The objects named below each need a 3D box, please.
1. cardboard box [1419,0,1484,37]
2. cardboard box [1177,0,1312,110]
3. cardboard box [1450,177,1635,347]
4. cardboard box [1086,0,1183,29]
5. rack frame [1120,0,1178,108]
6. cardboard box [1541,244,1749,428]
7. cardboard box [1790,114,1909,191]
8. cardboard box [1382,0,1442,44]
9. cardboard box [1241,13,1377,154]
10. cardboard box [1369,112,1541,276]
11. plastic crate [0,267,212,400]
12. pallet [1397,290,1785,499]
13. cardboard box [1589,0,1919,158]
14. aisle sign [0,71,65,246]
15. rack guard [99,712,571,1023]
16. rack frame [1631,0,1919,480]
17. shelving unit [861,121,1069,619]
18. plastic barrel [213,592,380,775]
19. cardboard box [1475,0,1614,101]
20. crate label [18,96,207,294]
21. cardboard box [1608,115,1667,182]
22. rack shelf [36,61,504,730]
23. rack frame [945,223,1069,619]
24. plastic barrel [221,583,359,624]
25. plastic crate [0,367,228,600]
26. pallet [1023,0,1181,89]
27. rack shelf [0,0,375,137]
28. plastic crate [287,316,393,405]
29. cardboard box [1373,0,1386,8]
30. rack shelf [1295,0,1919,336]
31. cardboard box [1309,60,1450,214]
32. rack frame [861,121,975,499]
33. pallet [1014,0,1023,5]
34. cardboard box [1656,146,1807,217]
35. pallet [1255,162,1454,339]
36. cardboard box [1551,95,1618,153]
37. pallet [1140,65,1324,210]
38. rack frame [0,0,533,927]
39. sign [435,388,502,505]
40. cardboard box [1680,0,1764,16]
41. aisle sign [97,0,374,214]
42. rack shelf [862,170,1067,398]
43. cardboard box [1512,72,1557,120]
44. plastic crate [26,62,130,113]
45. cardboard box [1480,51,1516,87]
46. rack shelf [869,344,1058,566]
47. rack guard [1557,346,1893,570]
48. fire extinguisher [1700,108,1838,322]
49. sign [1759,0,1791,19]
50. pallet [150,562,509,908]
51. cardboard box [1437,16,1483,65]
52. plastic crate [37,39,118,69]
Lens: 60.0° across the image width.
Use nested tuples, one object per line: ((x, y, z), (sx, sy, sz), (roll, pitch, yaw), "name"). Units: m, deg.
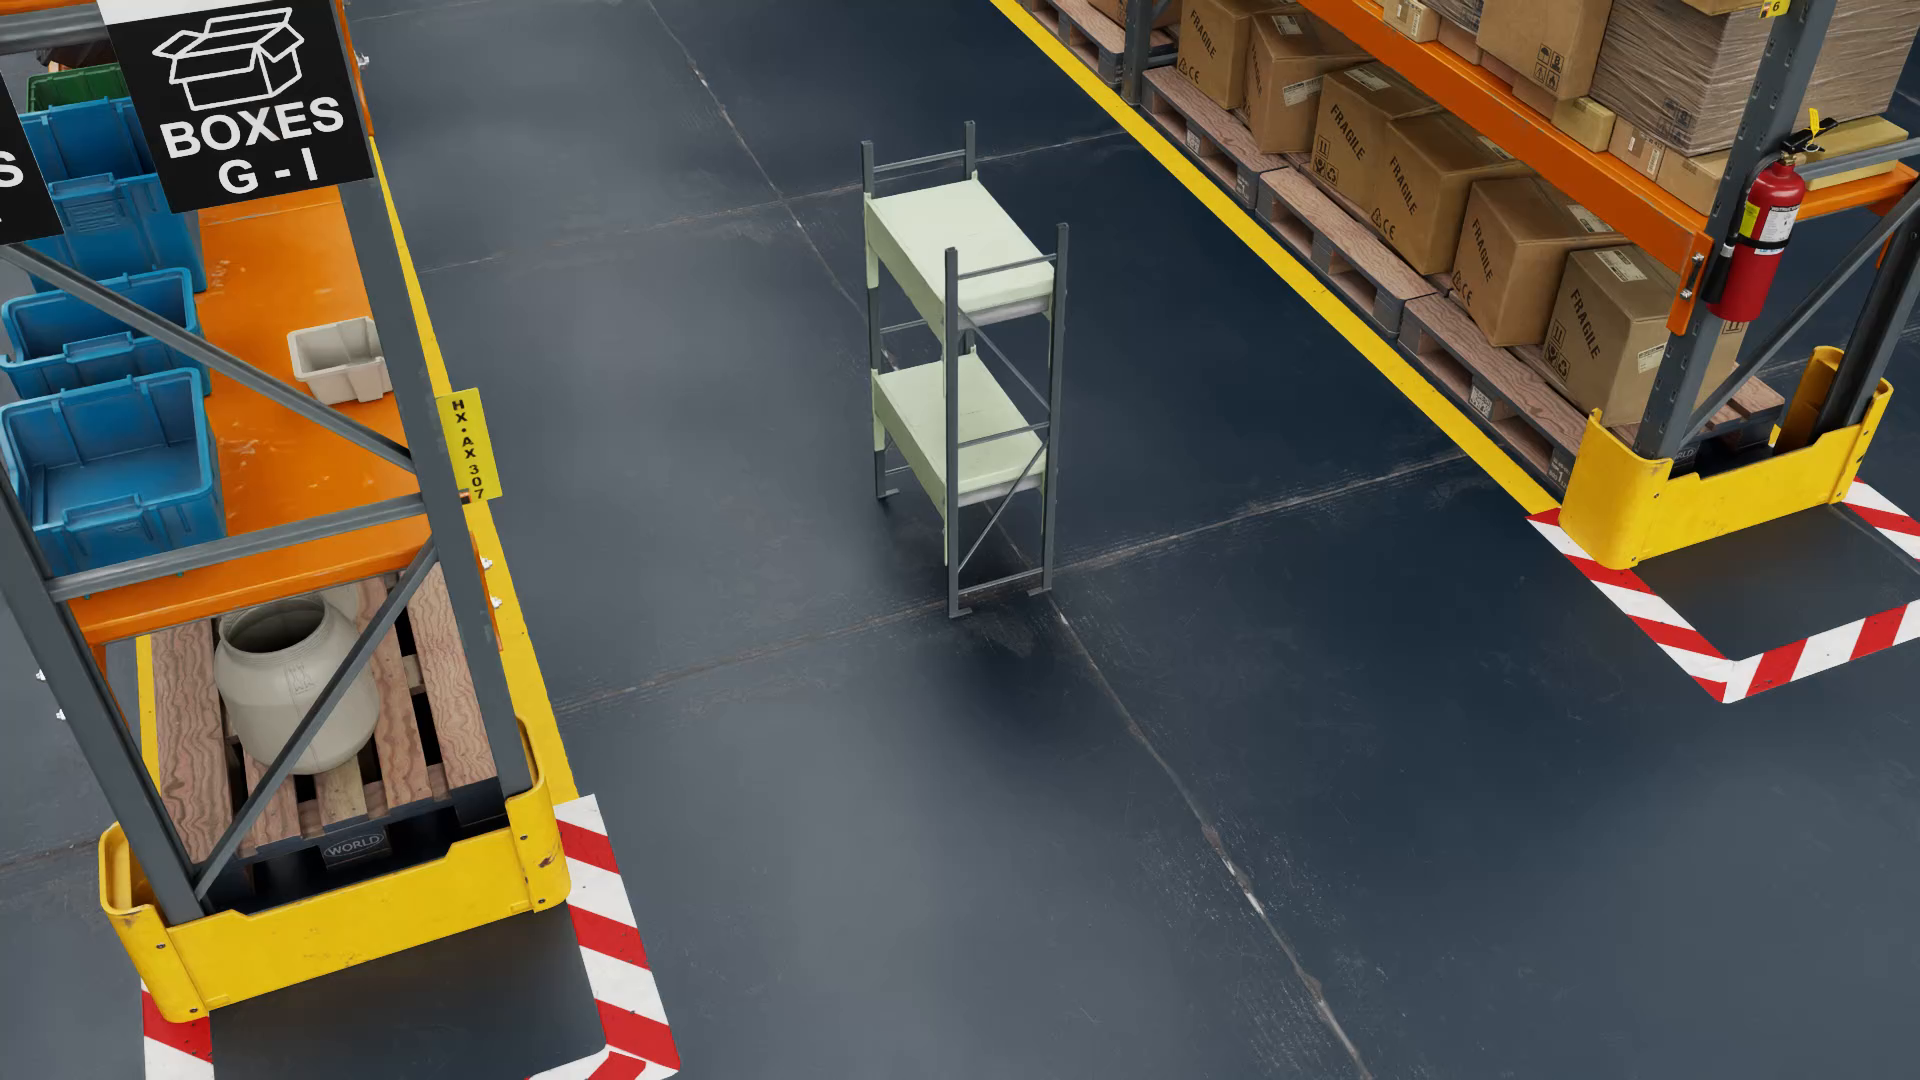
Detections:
((2.249, -2.290, 6.307), (0.875, 0.500, 0.500), (-15, 43, -17), "cardboard box")
((1.473, -2.588, 8.554), (0.500, 0.500, 0.500), (-16, 43, -18), "cardboard box")
((2.404, -1.161, 6.894), (0.500, 0.500, 0.500), (-5, 41, -6), "cardboard box")
((1.142, -3.221, 9.275), (0.700, 0.500, 0.500), (-18, 44, -20), "cardboard box")
((1.357, -3.627, 8.167), (1.000, 3.000, 0.127), (-15, 43, -17), "rack frame")
((2.664, -0.809, 6.486), (0.500, 0.500, 0.500), (-8, 41, -9), "cardboard box")
((2.999, -1.353, 5.716), (0.380, 0.149, 0.250), (-15, 43, -17), "cardboard box")
((1.917, -2.120, 6.607), (0.380, 0.149, 0.250), (-15, 43, -17), "cardboard box")
((1.700, -2.244, 8.155), (0.500, 0.500, 0.500), (-3, 41, -3), "cardboard box")
((2.182, -1.543, 7.338), (0.500, 0.500, 0.500), (-11, 42, -13), "cardboard box")
((-2.399, -0.545, 4.697), (0.499, 0.251, 0.408), (-15, 43, -17), "plastic crate")
((2.581, -0.704, 6.907), (1.003, 0.211, 1.213), (-15, 43, -17), "pallet")
((2.703, -1.706, 5.629), (0.875, 0.500, 0.500), (-15, 43, -17), "cardboard box")
((-1.935, -0.850, 2.944), (0.394, 0.787, 0.004), (-15, 43, -17), "aisle sign")
((-1.761, 0.932, 4.783), (1.175, 0.500, 0.348), (-15, 43, -17), "rack guard")
((2.888, -1.217, 5.365), (1.000, 3.000, 0.127), (-15, 43, -17), "rack frame")
((0.003, -0.565, 5.756), (0.431, 1.500, 0.755), (-15, 43, -17), "shelving unit")
((-2.011, 0.425, 5.041), (0.421, 0.512, 0.421), (0, 41, 0), "plastic barrel")
((2.401, -1.978, 5.944), (0.875, 0.500, 0.500), (-15, 43, -17), "cardboard box")
((-2.642, -1.037, 5.128), (0.502, 0.435, 0.616), (-15, 43, -17), "crate label")
((2.493, -1.393, 5.762), (0.380, 0.149, 0.250), (-15, 43, -17), "cardboard box")
((-2.453, -0.914, 5.564), (1.077, 0.370, 4.000), (-15, 43, -17), "rack shelf")
((0.143, -0.344, 5.500), (0.400, 1.500, 0.023), (-15, 43, -17), "rack frame")
((-2.202, 0.123, 5.393), (0.421, 0.512, 0.421), (0, 41, 0), "plastic barrel")
((-2.156, -0.152, 4.241), (0.499, 0.251, 0.616), (-15, 43, -17), "plastic crate")
((1.058, -3.038, 9.621), (1.003, 0.211, 1.213), (-15, 43, -17), "pallet")
((-2.453, -2.051, 4.586), (1.077, 0.370, 4.000), (-15, 43, -17), "rack shelf")
((-1.733, -0.501, 4.735), (0.298, 0.136, 0.250), (-15, 43, -17), "plastic crate")
((1.886, -2.288, 6.802), (0.380, 0.149, 0.250), (-15, 43, -17), "cardboard box")
((2.123, -2.150, 7.001), (1.077, 0.370, 4.000), (-15, 43, -17), "rack shelf")
((2.010, -1.890, 7.742), (0.500, 0.500, 0.500), (-19, 44, -21), "cardboard box")
((-0.137, -0.785, 6.013), (0.400, 1.500, 0.023), (-15, 43, -17), "rack frame")
((0.587, -3.774, 10.477), (1.003, 0.211, 1.213), (-15, 43, -17), "pallet")
((2.588, -1.242, 5.587), (0.380, 0.149, 0.250), (-15, 43, -17), "cardboard box")
((2.118, -1.438, 7.760), (1.003, 0.211, 1.213), (-15, 43, -17), "pallet")
((2.350, -1.531, 5.922), (0.380, 0.149, 0.250), (-15, 43, -17), "cardboard box")
((1.647, -2.174, 8.616), (1.003, 0.211, 1.213), (-15, 43, -17), "pallet")
((-1.688, 0.018, 3.928), (1.000, 3.000, 0.127), (-15, 43, -17), "rack frame")
((-1.178, -0.221, 3.995), (0.100, 0.325, 0.005), (-15, 43, -17), "sign")
((2.449, -2.017, 5.223), (0.500, 0.500, 0.500), (-15, 43, -17), "cardboard box")
((-1.390, -0.997, 3.115), (0.394, 0.787, 0.004), (-15, 43, -17), "aisle sign")
((0.003, -0.861, 5.502), (0.431, 0.370, 0.720), (-15, 43, -17), "rack shelf")
((2.268, -1.685, 6.102), (0.380, 0.149, 0.250), (-15, 43, -17), "cardboard box")
((-2.960, -1.423, 5.767), (0.450, 0.188, 0.662), (-15, 43, -17), "plastic crate")
((2.211, -1.846, 6.289), (0.380, 0.149, 0.250), (-15, 43, -17), "cardboard box")
((0.003, -0.317, 5.969), (0.431, 0.370, 0.720), (-15, 43, -17), "rack shelf")
((2.859, -0.315, 6.233), (1.175, 0.500, 0.348), (-15, 43, -17), "rack guard")
((2.506, -1.004, 5.177), (0.296, 0.674, 0.183), (-15, 43, -17), "fire extinguisher")
((2.367, -1.650, 4.738), (0.100, 0.325, 0.005), (-15, 43, -17), "sign")
((-2.067, 0.551, 5.448), (1.003, 0.211, 1.213), (-15, 43, -17), "pallet")
((2.095, -1.991, 6.458), (0.380, 0.149, 0.250), (-15, 43, -17), "cardboard box")
((-3.136, -2.021, 6.347), (0.767, 0.338, 0.504), (-15, 43, -17), "plastic crate")
